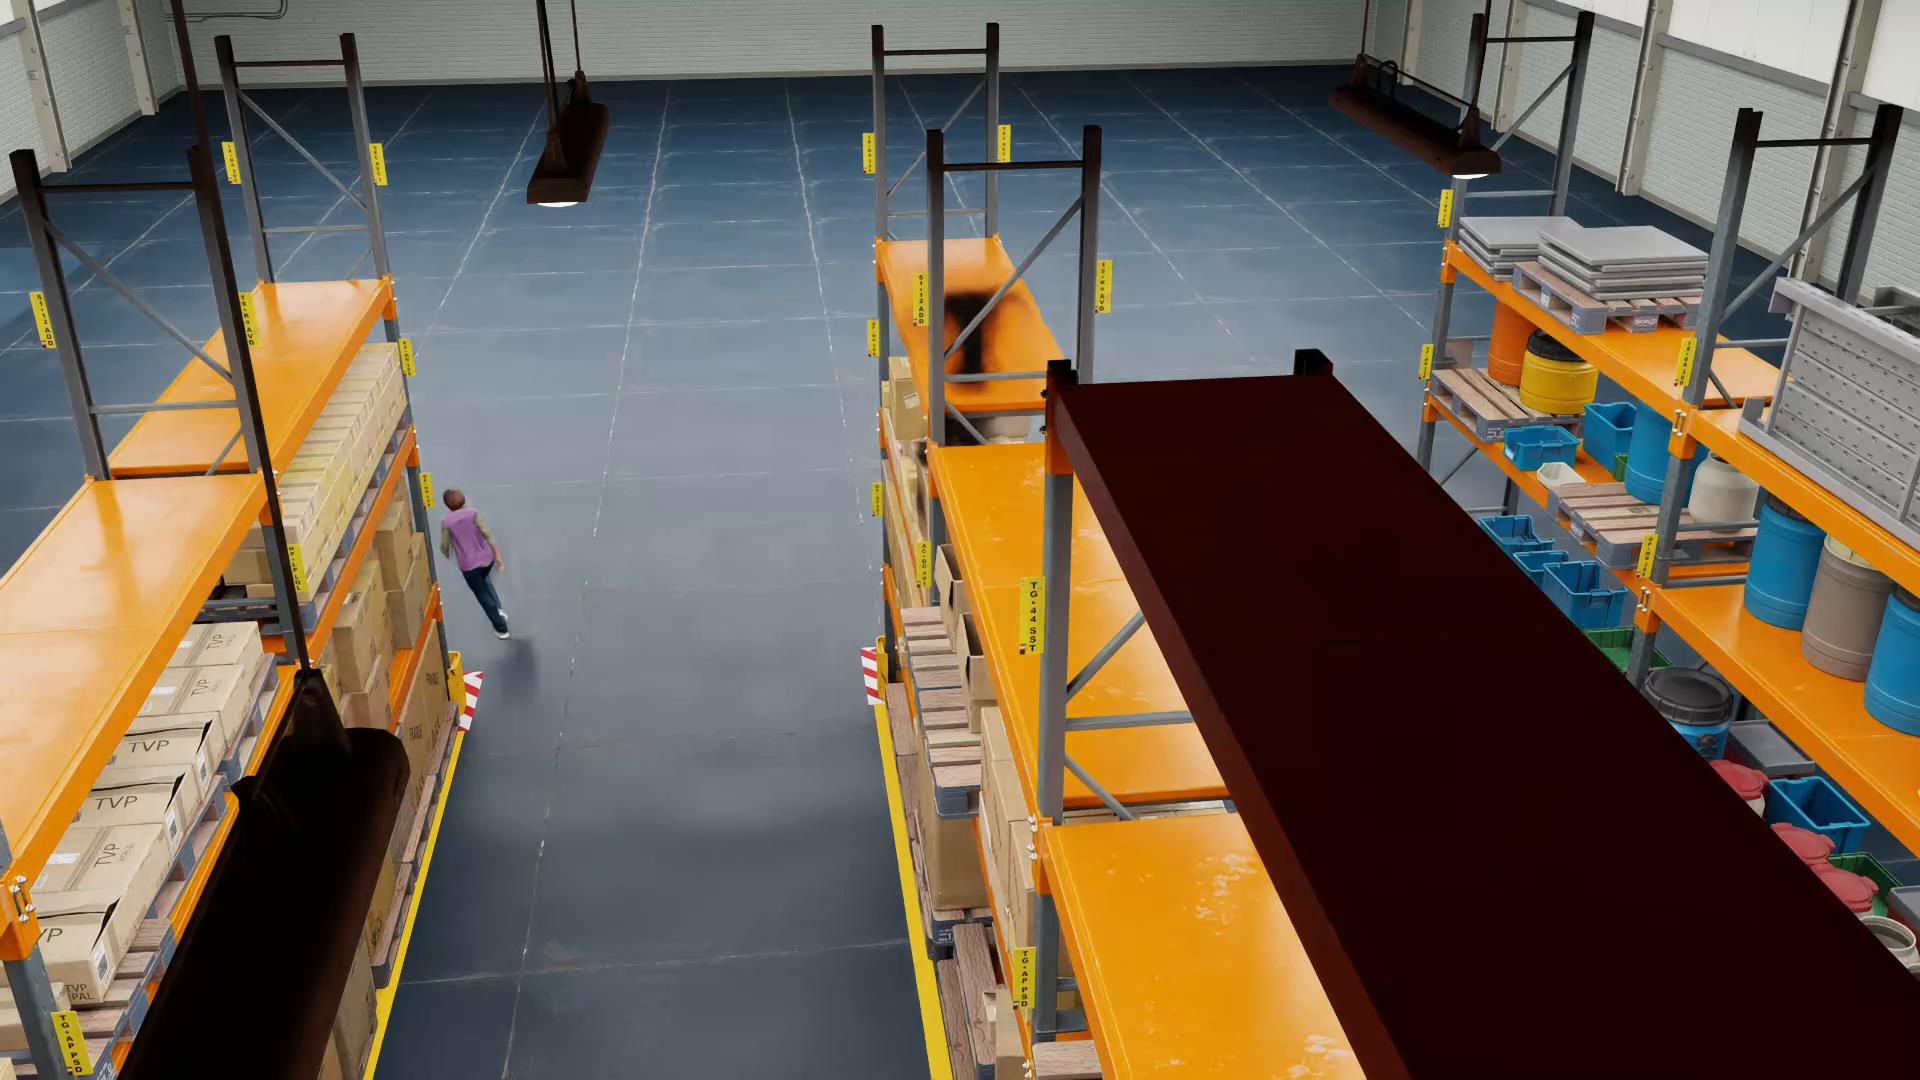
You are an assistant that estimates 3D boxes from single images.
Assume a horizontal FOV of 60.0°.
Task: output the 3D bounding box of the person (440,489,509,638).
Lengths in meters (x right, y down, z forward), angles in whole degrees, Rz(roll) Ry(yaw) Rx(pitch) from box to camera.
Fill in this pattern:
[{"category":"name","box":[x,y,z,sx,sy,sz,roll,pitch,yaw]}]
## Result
[{"category":"person","box":[-4.772,0.224,16.254,0.516,1.531,0.689,-19,31,-34]}]
